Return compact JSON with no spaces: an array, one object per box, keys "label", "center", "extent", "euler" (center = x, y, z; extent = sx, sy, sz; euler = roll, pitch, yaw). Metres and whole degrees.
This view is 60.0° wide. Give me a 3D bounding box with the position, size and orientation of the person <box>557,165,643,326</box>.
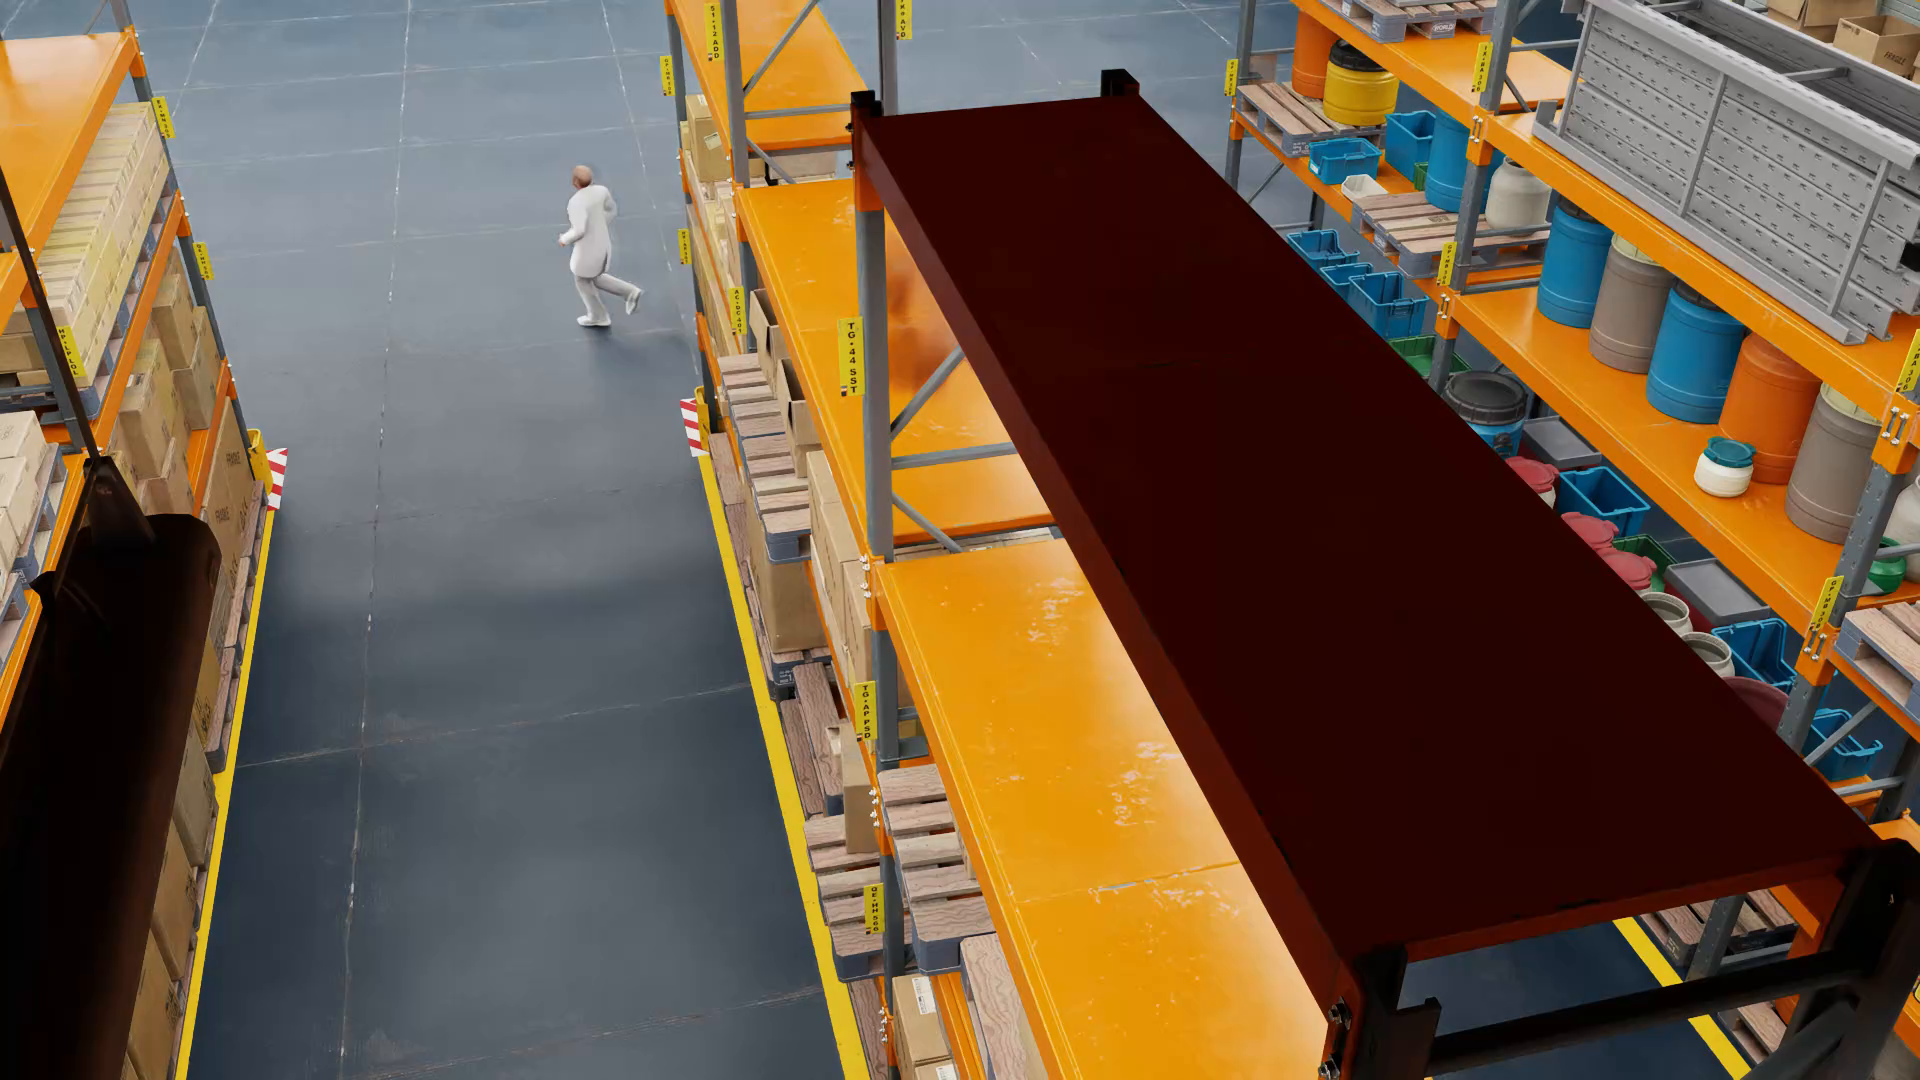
[{"label":"person","center":[-3.675,-2.940,16.859],"extent":[0.718,1.757,0.703],"euler":[12,36,17]}]
